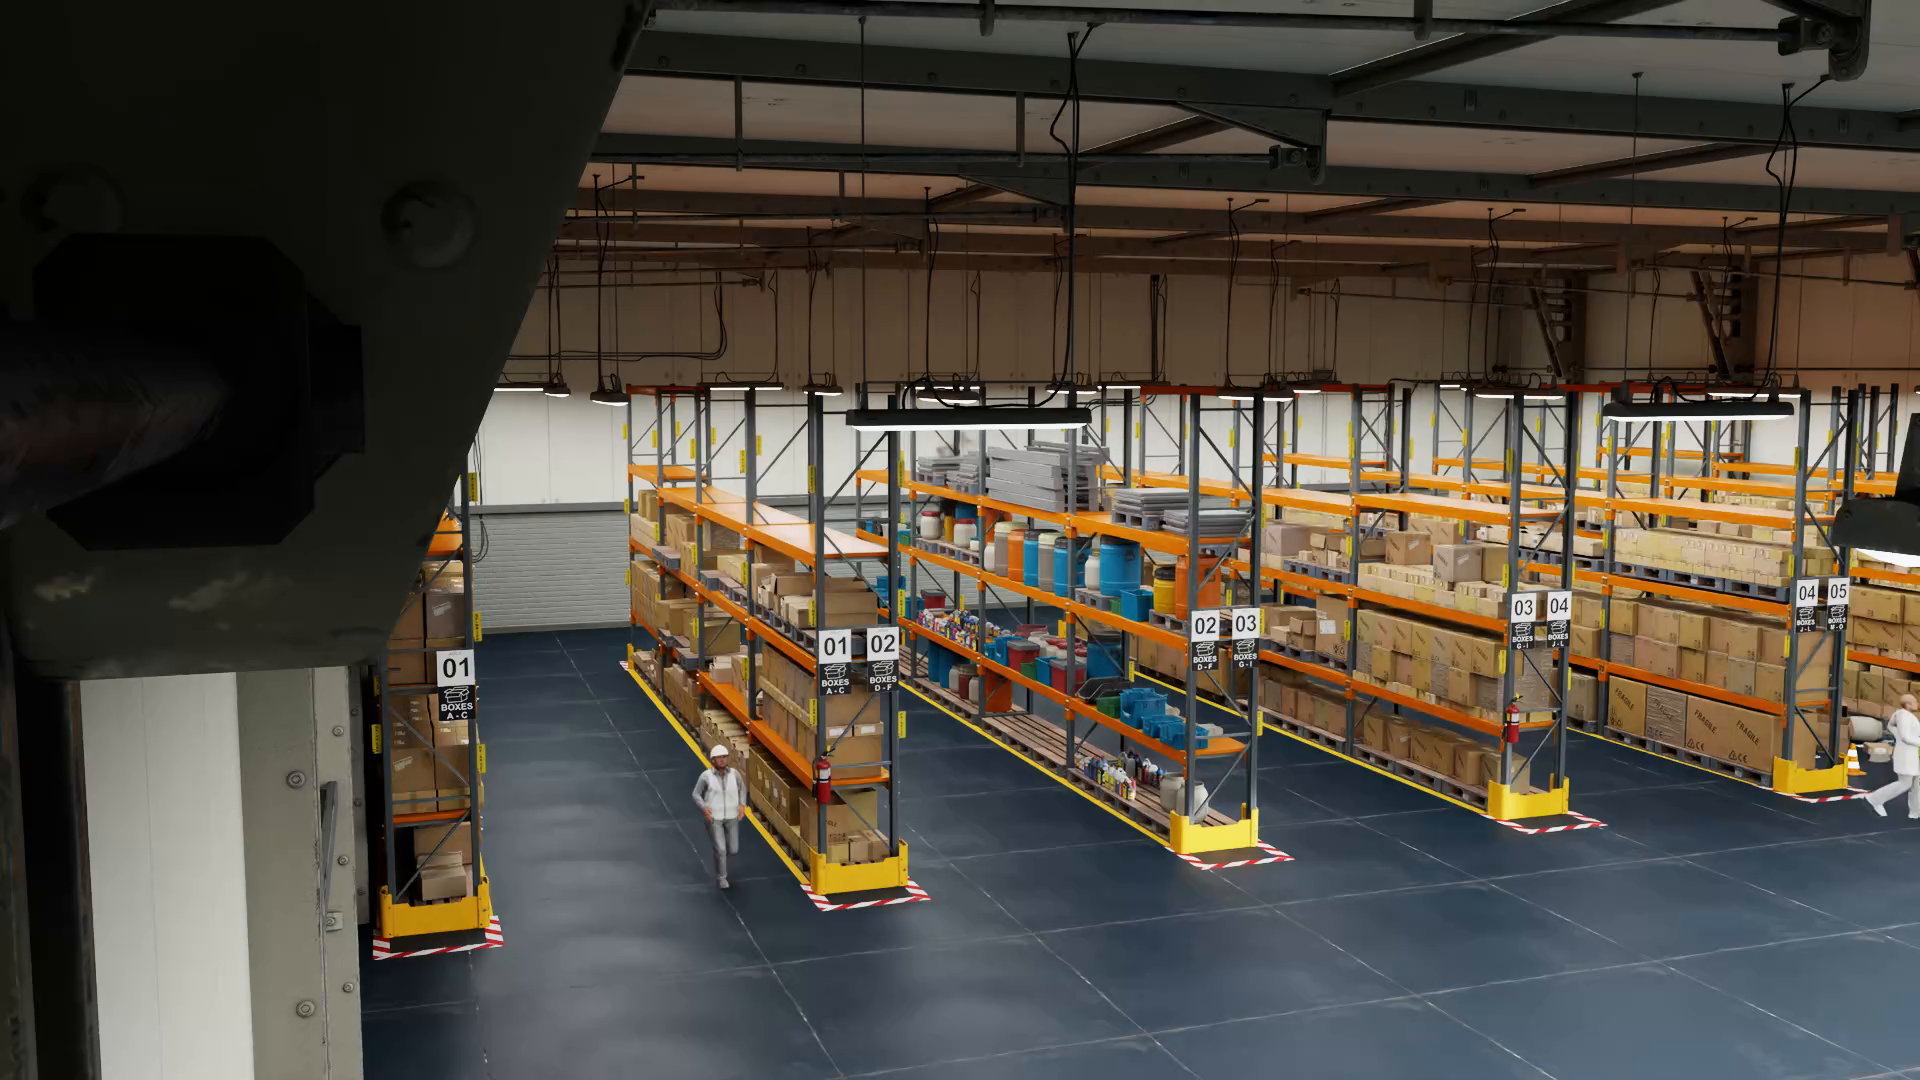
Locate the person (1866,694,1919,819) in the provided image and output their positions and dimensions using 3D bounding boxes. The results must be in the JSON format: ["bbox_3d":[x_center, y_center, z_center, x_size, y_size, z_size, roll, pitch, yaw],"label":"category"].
[{"bbox_3d":[13.245,3.031,23.301,0.922,1.763,0.730,3,7,27],"label":"person"}]

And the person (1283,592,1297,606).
[{"bbox_3d":[8.151,1.303,41.371,1.041,1.536,0.625,4,7,35],"label":"person"}]

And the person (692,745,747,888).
[{"bbox_3d":[-2.945,3.364,20.404,0.688,1.732,0.666,-3,6,-24],"label":"person"}]
